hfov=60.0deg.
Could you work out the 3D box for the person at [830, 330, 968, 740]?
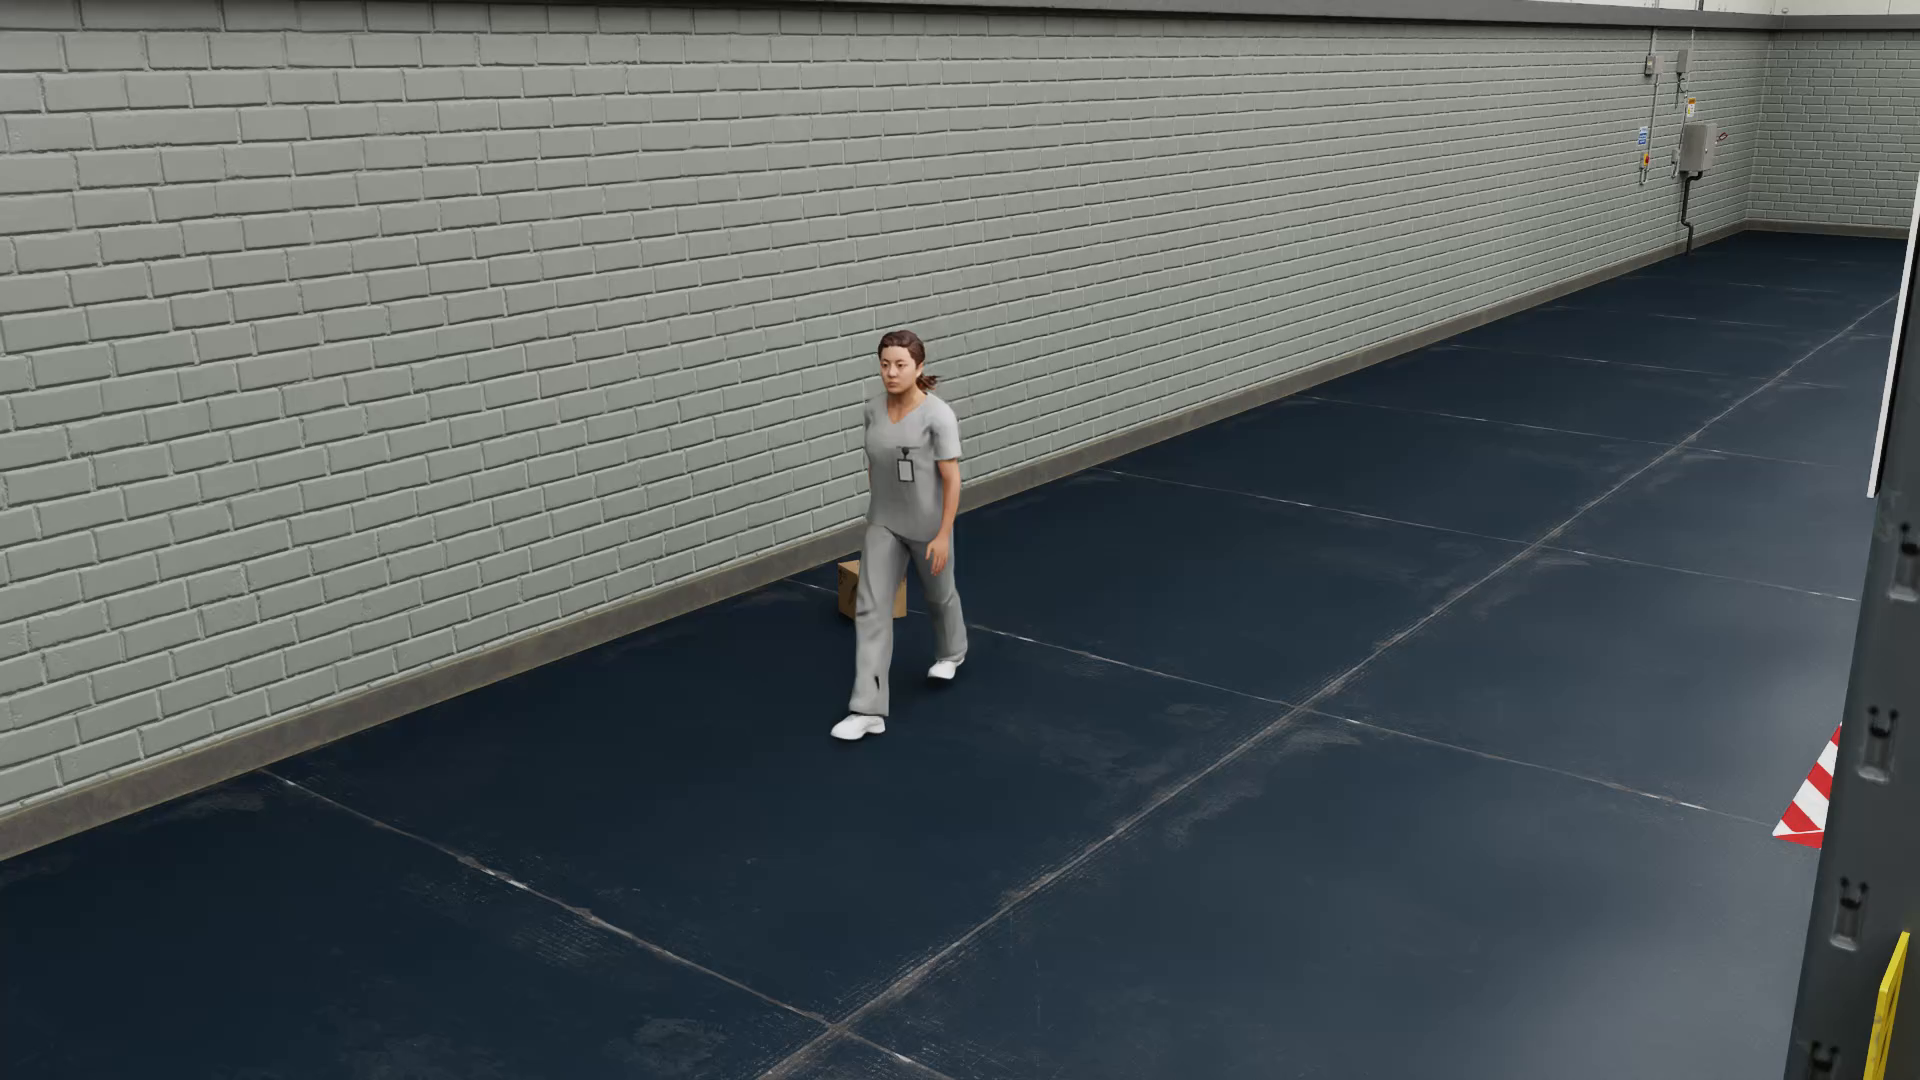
[{"bbox_3d":[-0.202,-0.057,6.766,0.467,1.607,1.056,6,18,20],"label":"person"}]
